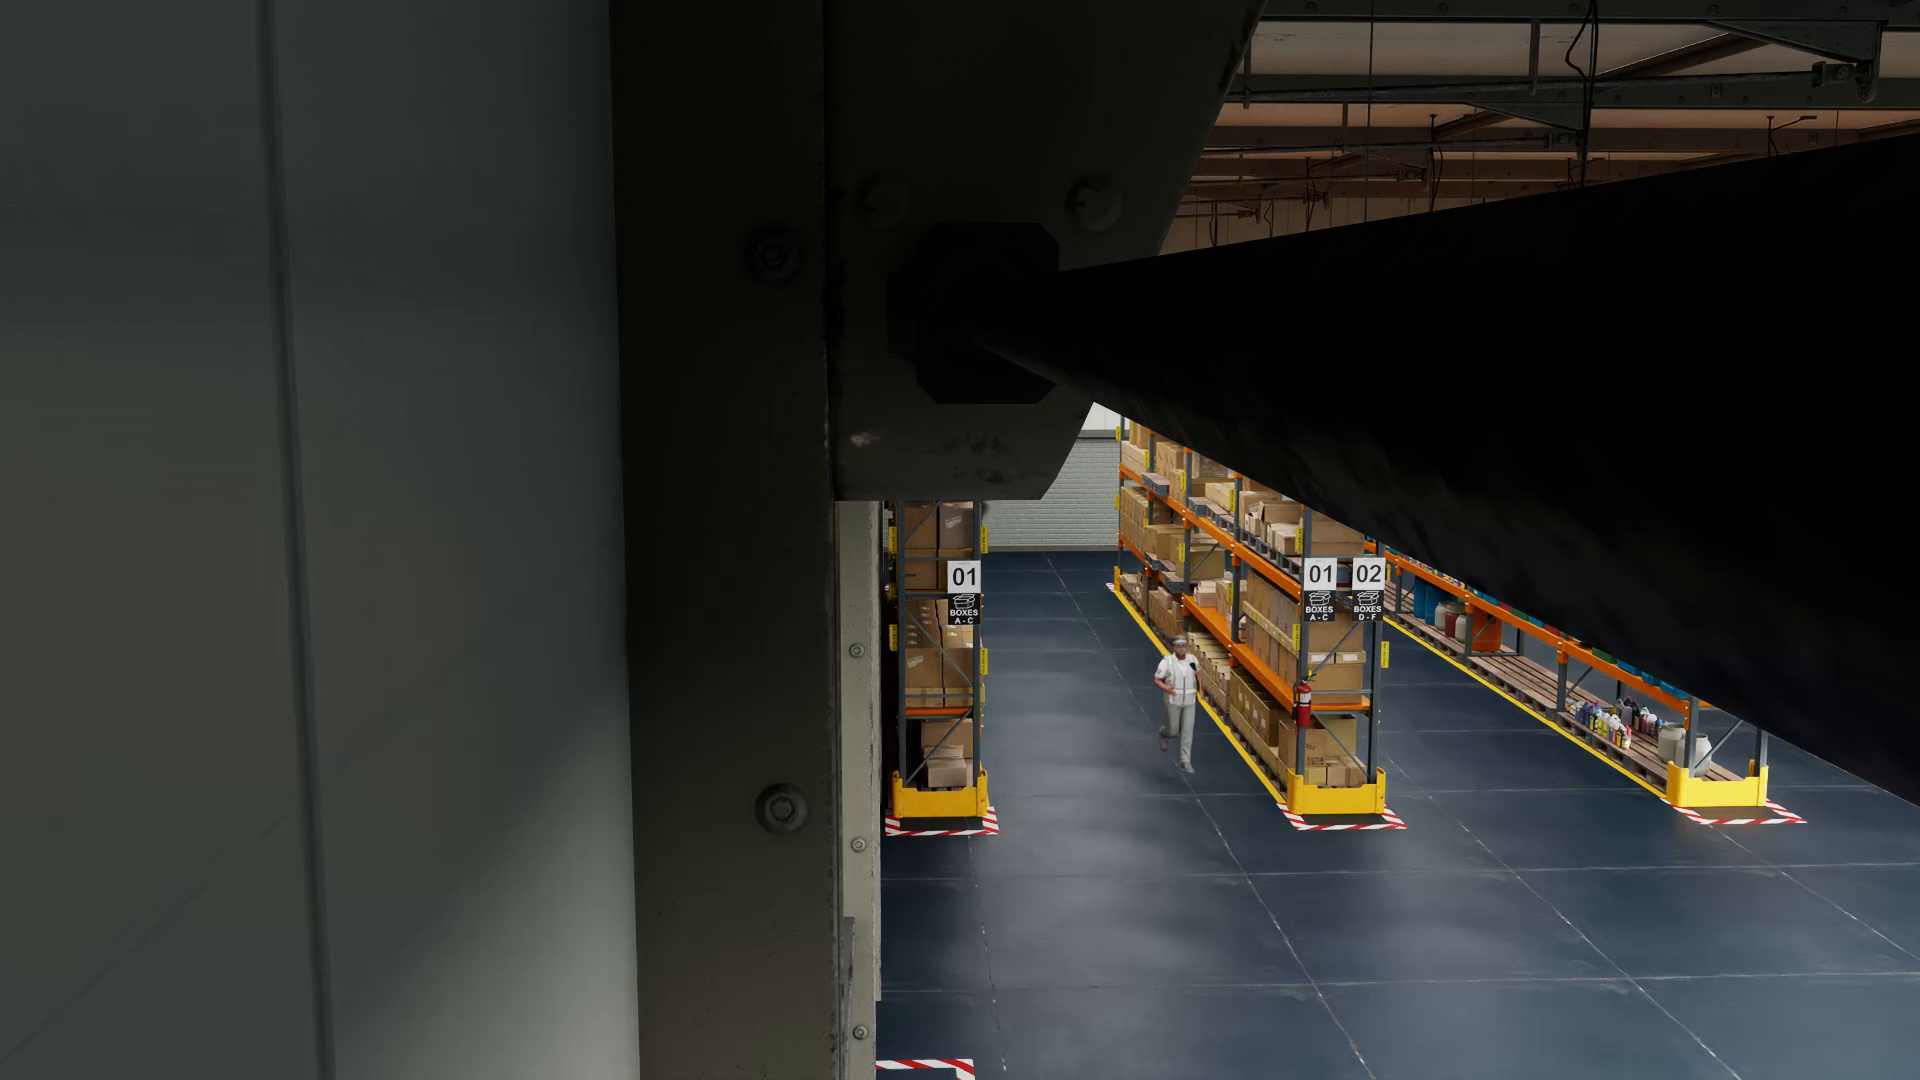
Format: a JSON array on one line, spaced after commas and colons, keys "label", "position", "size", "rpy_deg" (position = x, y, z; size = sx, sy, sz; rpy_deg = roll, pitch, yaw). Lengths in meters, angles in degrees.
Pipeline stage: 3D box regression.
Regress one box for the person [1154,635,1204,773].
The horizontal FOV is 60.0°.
[{"label": "person", "position": [2.863, 2.082, 21.555], "size": [0.674, 1.751, 0.989], "rpy_deg": [-1, 8, -8]}]
